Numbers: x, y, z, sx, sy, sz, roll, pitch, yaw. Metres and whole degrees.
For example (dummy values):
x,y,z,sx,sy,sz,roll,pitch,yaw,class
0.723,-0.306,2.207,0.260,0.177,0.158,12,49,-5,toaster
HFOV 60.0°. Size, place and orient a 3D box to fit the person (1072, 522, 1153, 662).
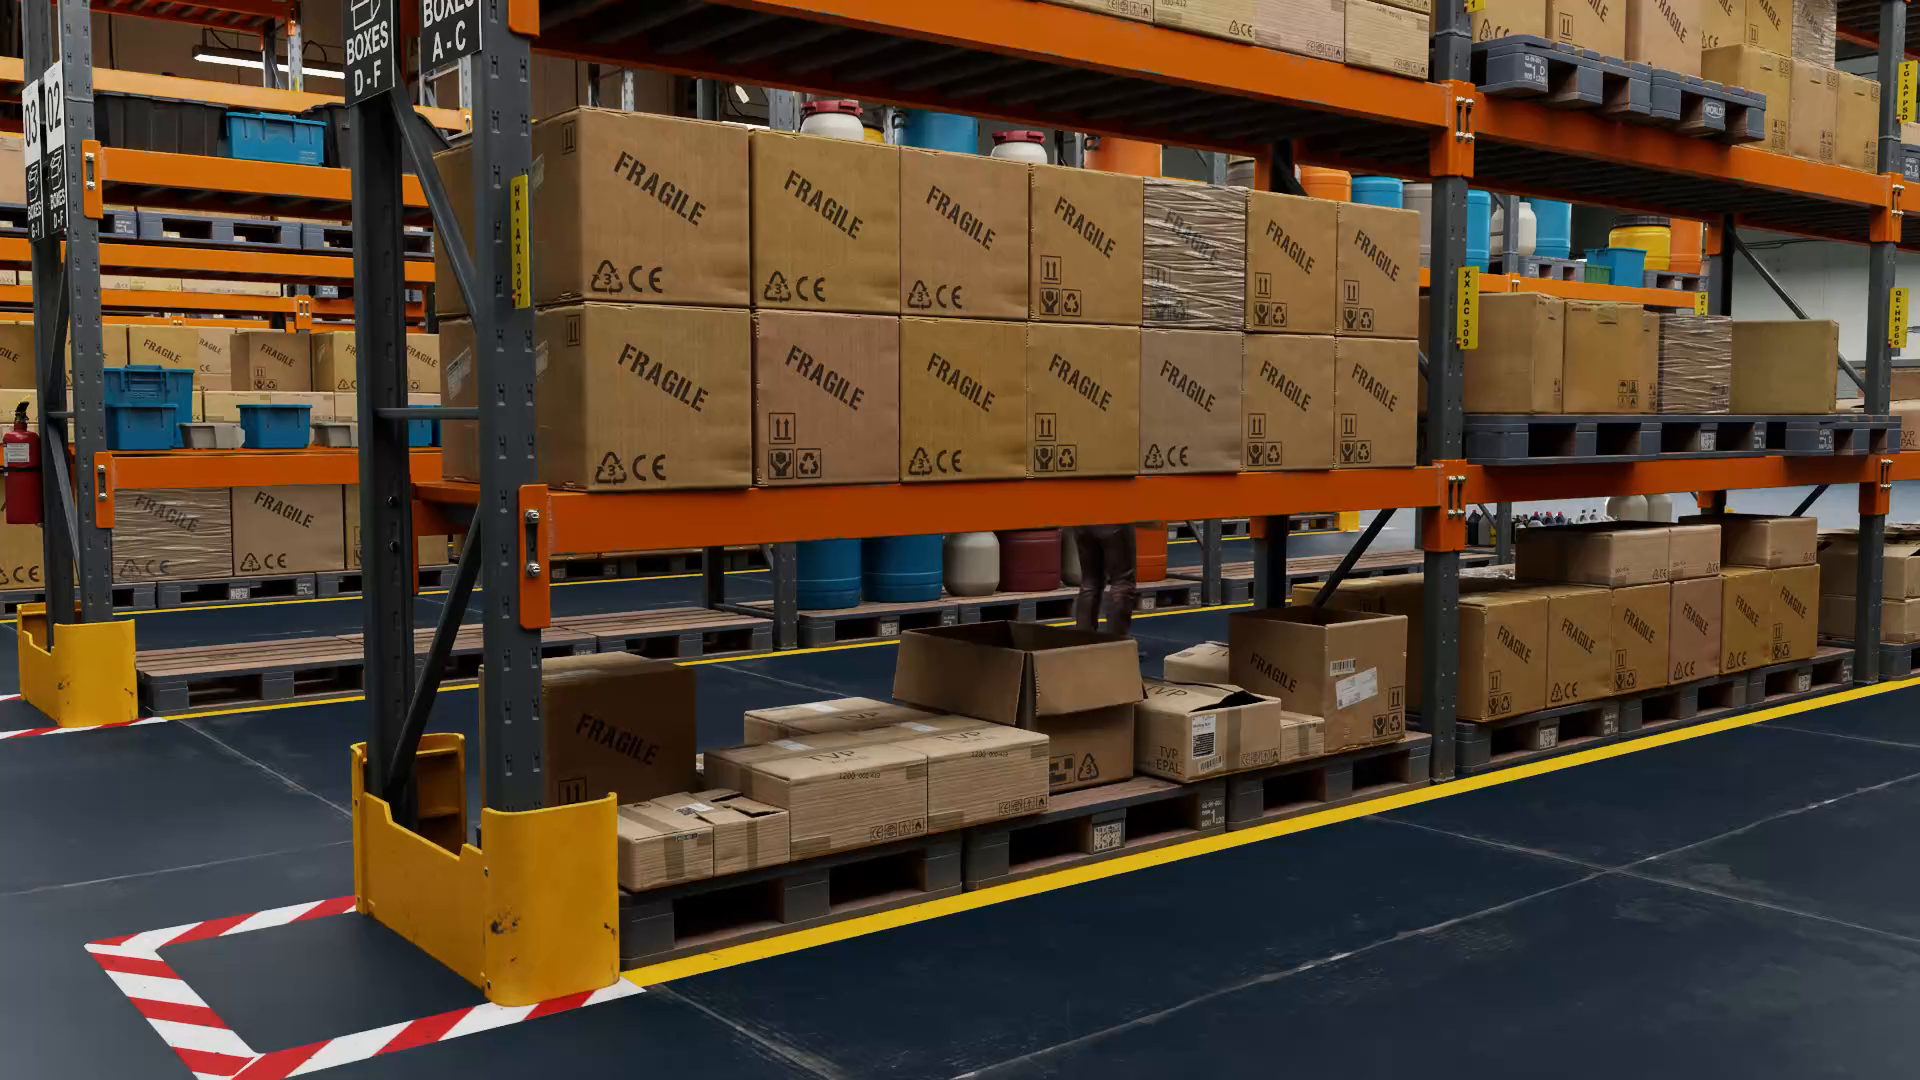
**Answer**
x,y,z,sx,sy,sz,roll,pitch,yaw,class
0.931,-0.123,10.260,0.522,1.727,0.532,-3,5,-39,person
